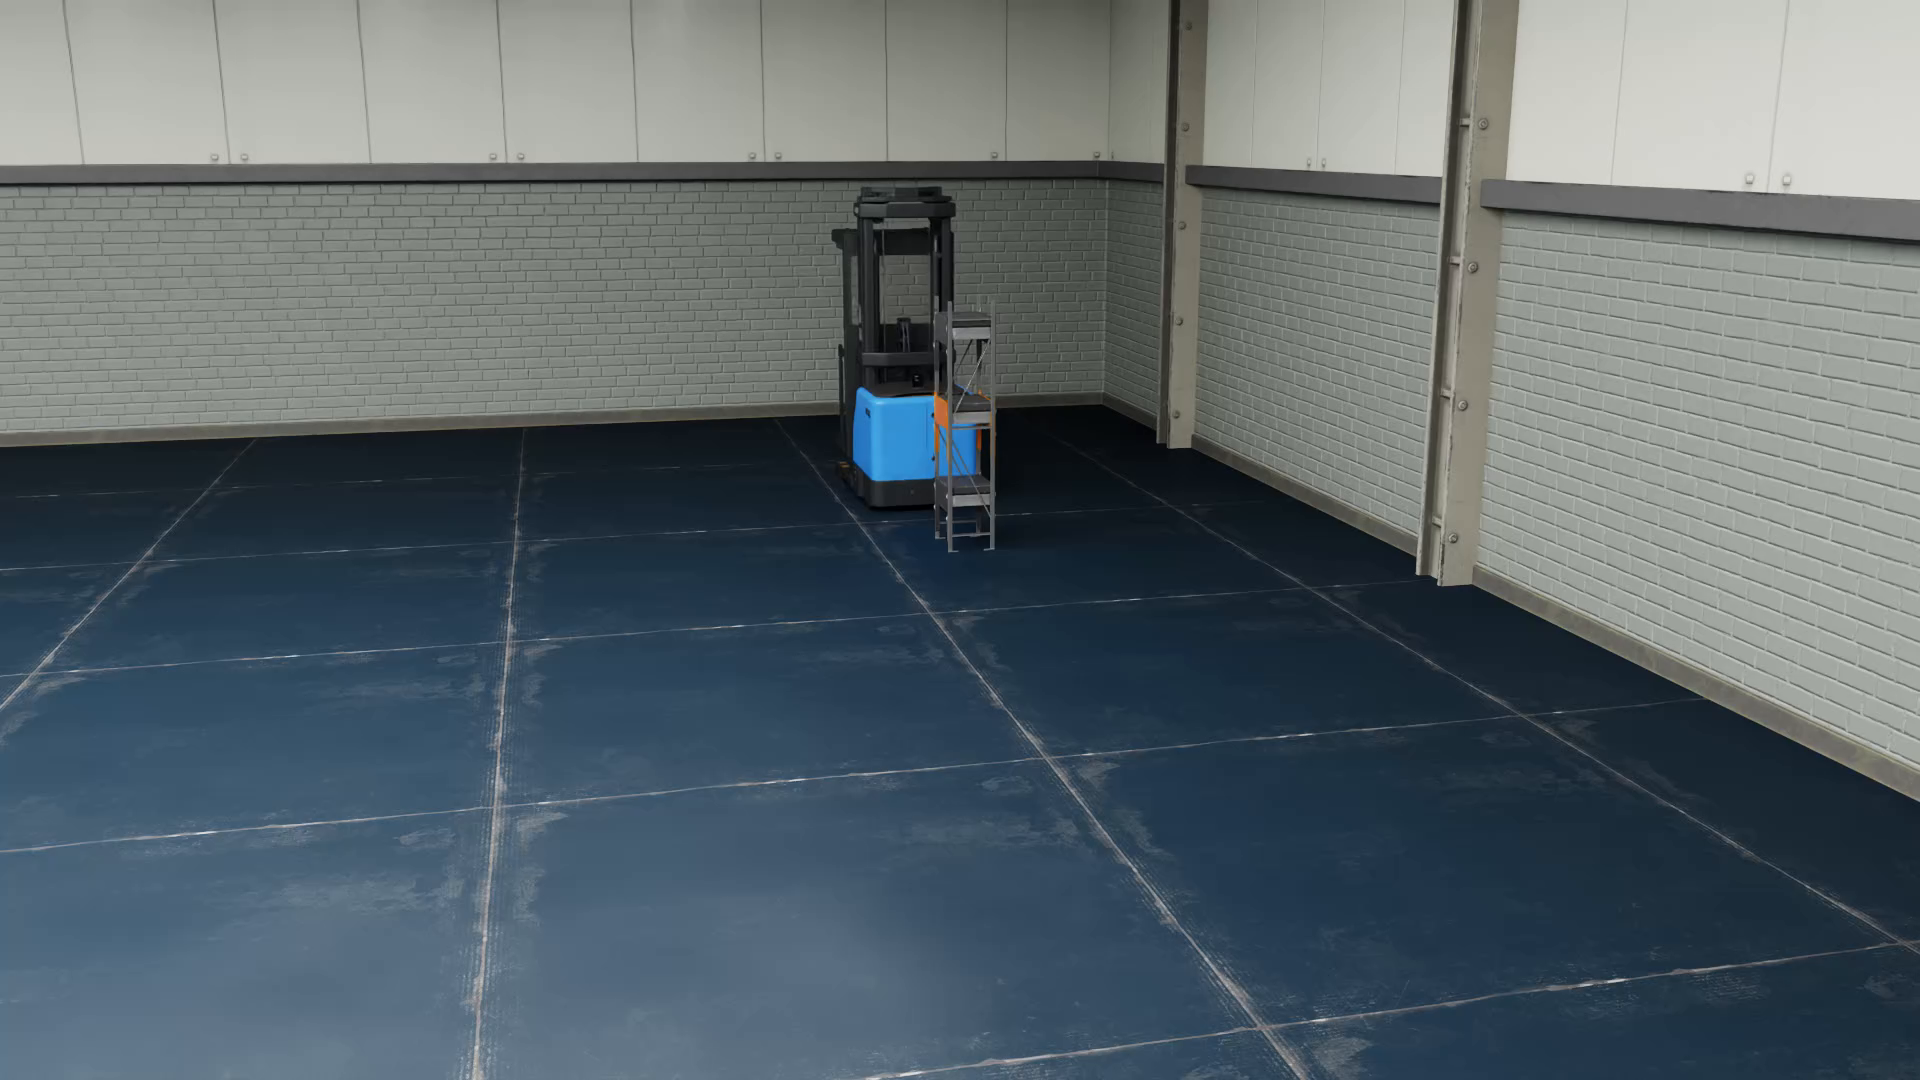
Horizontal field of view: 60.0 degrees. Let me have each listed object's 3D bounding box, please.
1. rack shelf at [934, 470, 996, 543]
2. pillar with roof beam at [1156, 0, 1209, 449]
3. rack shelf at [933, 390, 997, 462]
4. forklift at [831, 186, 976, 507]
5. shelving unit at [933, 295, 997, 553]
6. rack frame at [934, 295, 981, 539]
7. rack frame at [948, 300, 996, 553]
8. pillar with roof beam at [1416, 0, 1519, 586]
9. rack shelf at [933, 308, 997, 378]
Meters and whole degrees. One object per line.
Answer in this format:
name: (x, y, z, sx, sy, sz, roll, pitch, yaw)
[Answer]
rack shelf: (0.039, -0.289, 14.191, 0.431, 0.518, 0.480, -3, 14, -13)
pillar with roof beam: (-1.749, -5.210, 16.790, 9.100, 9.000, 0.400, -3, 14, -13)
rack shelf: (0.039, -0.969, 14.025, 0.431, 0.518, 0.480, -3, 14, -13)
forklift: (-0.657, -2.034, 16.579, 1.130, 2.935, 3.031, -3, 14, -13)
shelving unit: (0.039, -0.982, 14.022, 0.431, 2.100, 0.503, -3, 14, -13)
rack frame: (-0.018, -1.038, 14.252, 0.400, 2.100, 0.015, -3, 14, -13)
rack frame: (0.096, -0.926, 13.791, 0.400, 2.100, 0.015, -3, 14, -13)
pillar with roof beam: (-0.340, -3.825, 11.124, 9.100, 9.000, 0.400, -3, 14, -13)
rack shelf: (0.039, -1.649, 13.859, 0.431, 0.518, 0.480, -3, 14, -13)
